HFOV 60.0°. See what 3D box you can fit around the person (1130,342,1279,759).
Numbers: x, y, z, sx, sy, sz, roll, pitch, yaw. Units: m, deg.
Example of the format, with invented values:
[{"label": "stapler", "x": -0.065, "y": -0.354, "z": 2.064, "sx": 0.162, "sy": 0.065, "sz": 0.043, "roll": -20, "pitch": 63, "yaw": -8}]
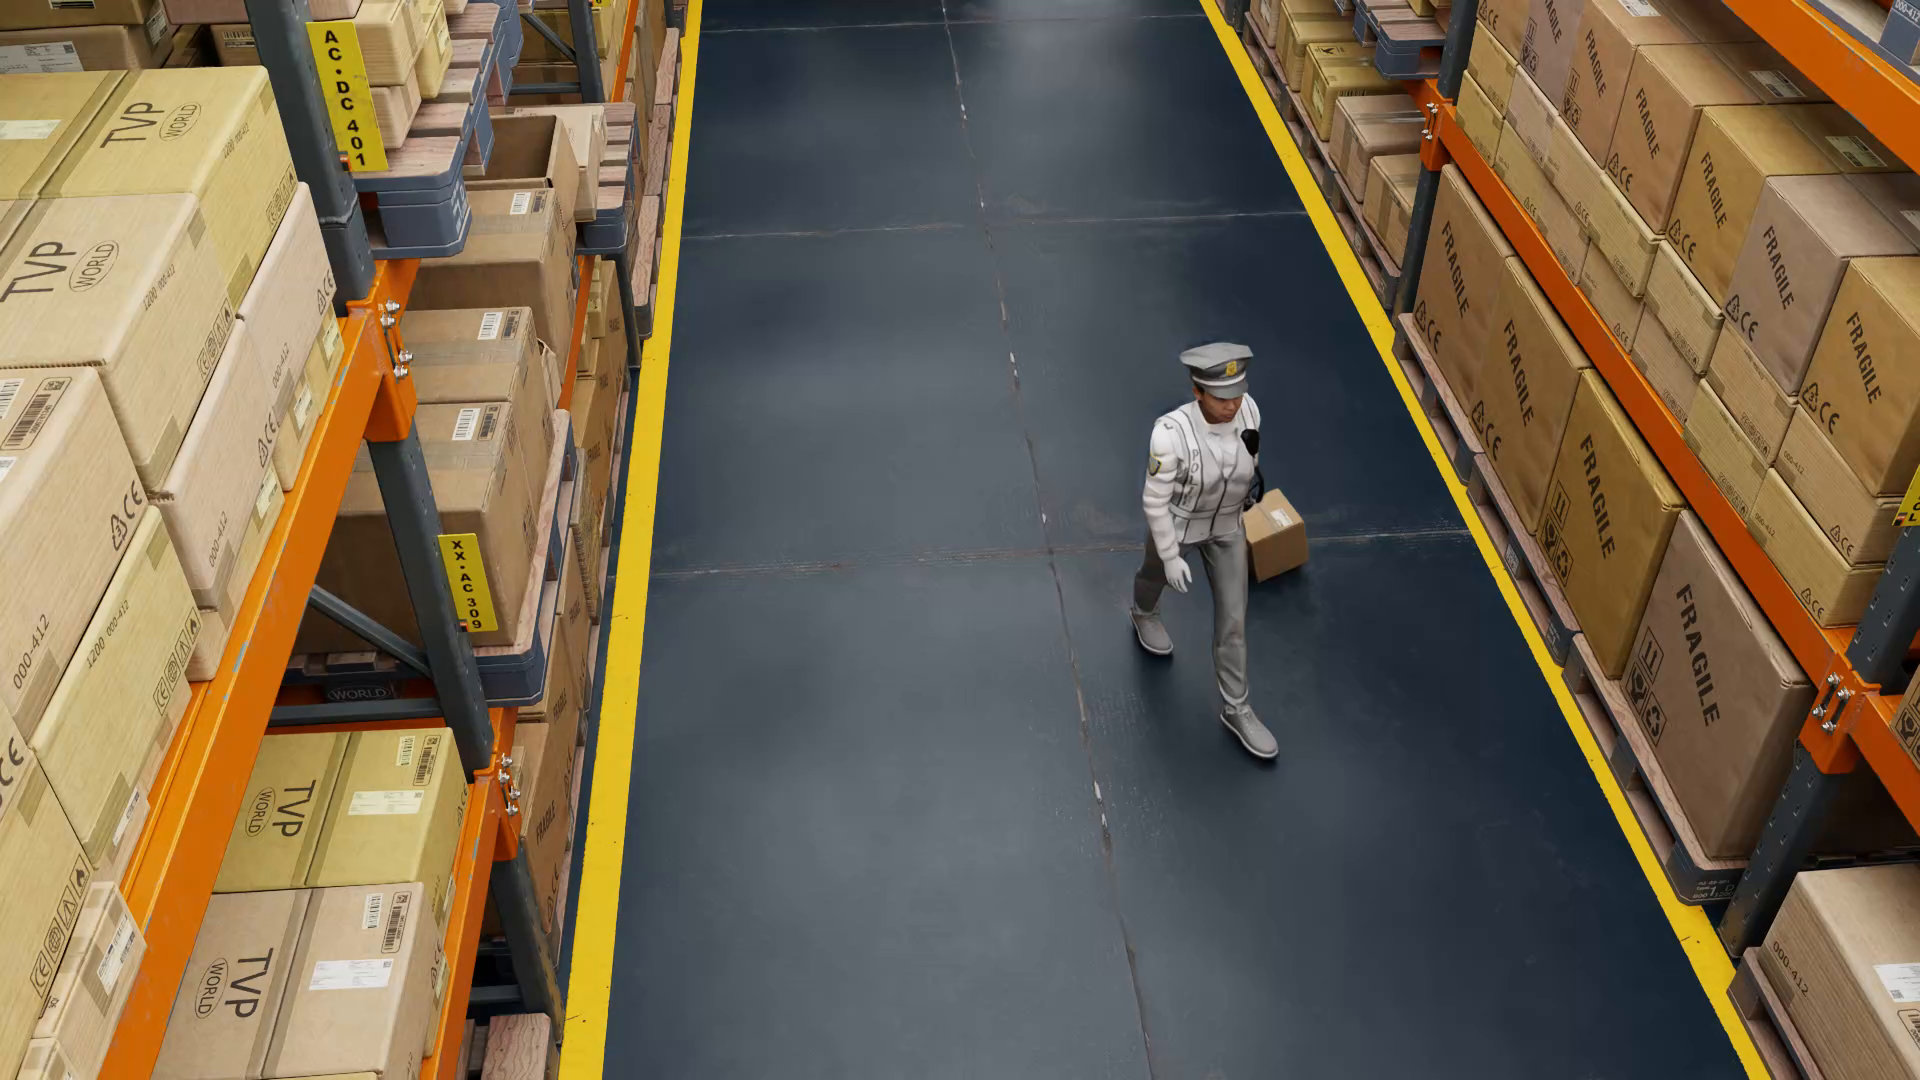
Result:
[{"label": "person", "x": 0.896, "y": -0.033, "z": 6.162, "sx": 0.488, "sy": 1.623, "sz": 0.943, "roll": -11, "pitch": 41, "yaw": -13}]
